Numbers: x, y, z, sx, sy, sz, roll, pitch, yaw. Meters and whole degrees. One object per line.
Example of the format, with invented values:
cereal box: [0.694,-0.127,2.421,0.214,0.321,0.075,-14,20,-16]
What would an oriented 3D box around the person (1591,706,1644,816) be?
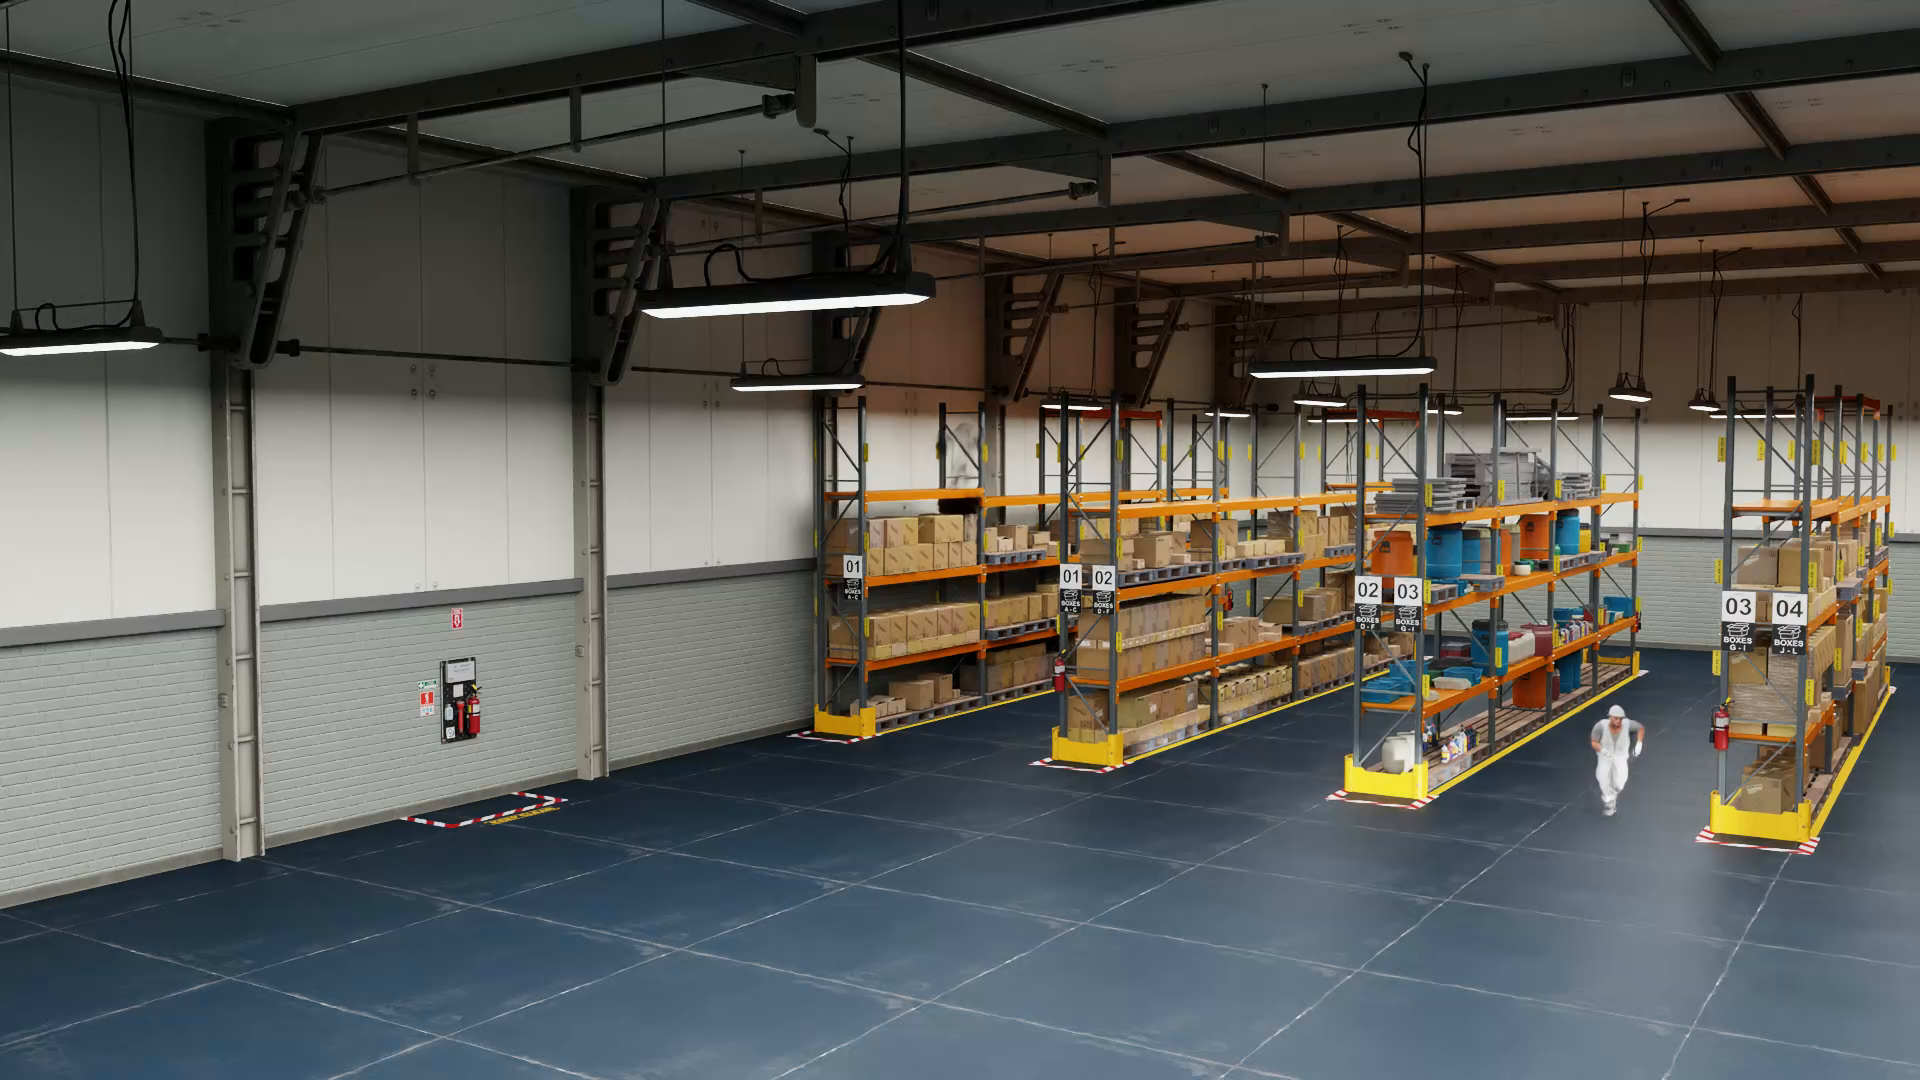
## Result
person: [8.950,3.015,22.646,0.697,1.594,0.837,1,3,16]
